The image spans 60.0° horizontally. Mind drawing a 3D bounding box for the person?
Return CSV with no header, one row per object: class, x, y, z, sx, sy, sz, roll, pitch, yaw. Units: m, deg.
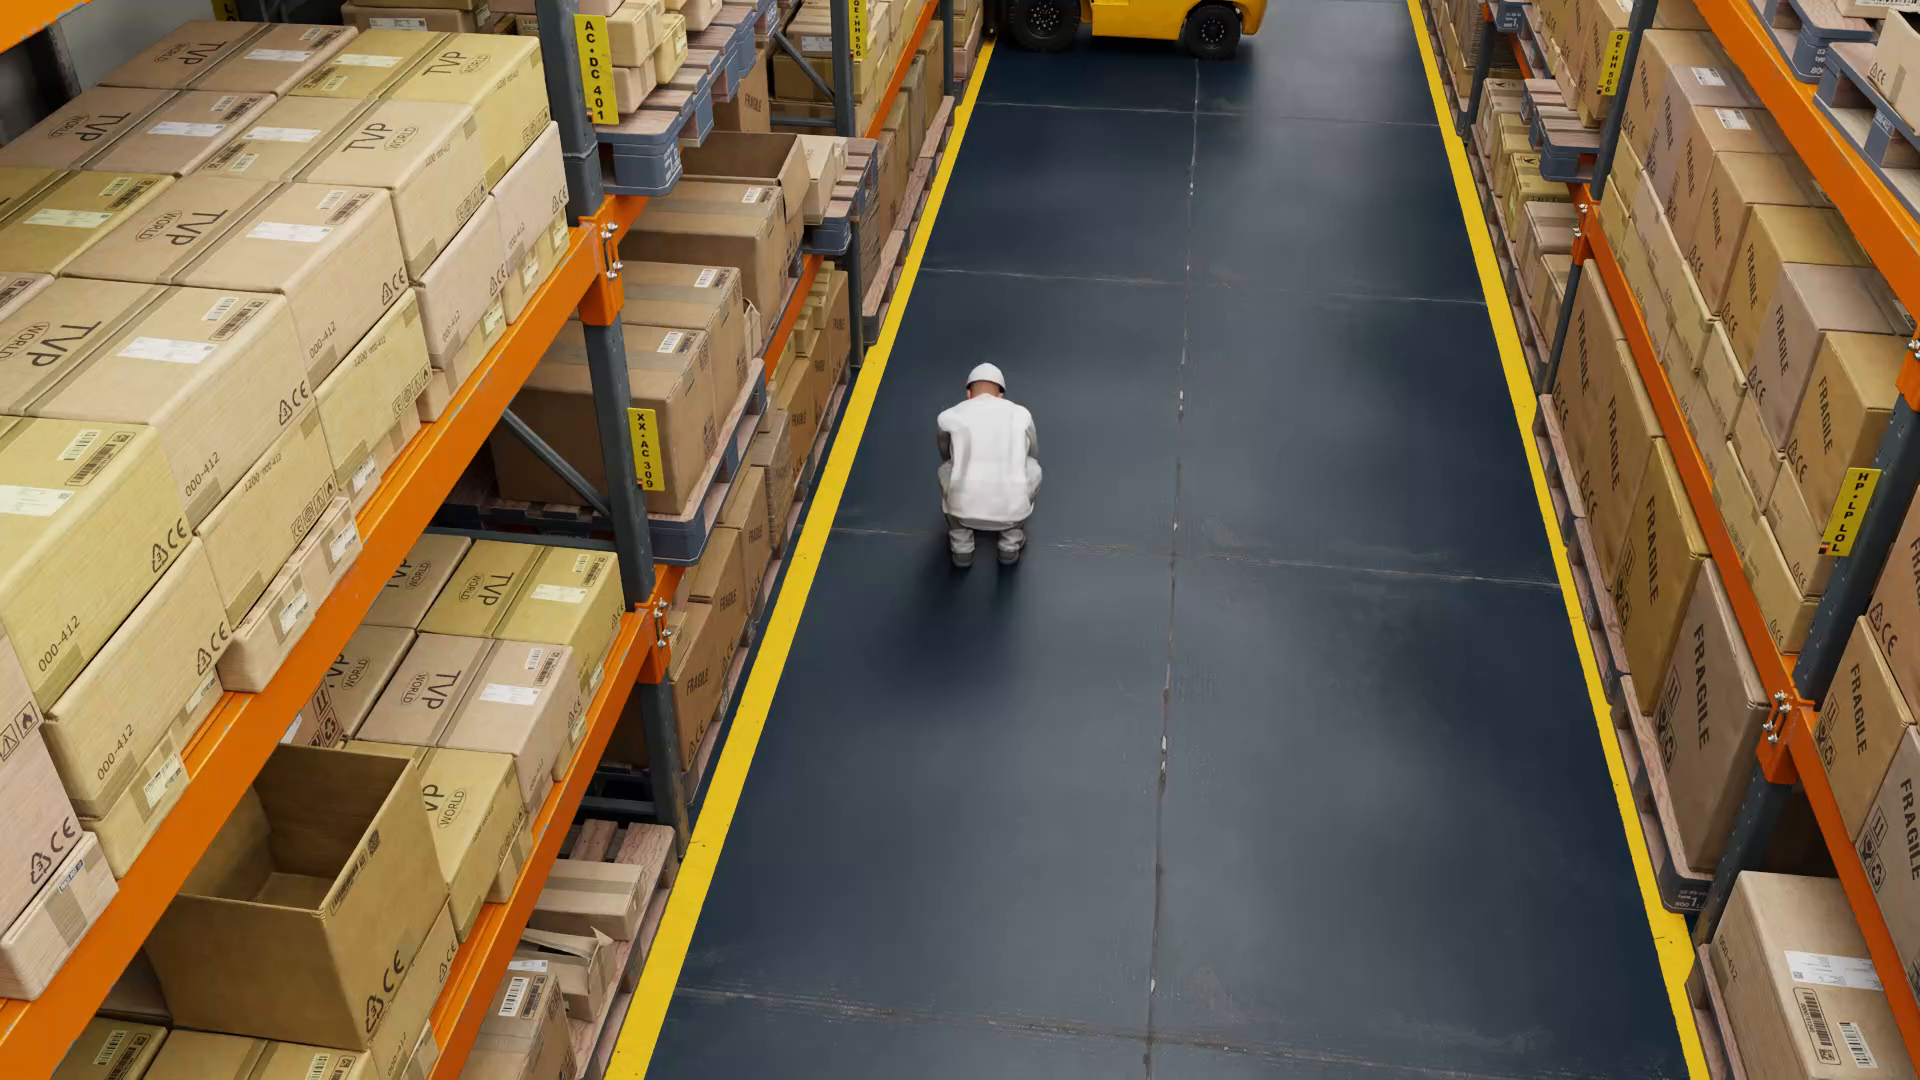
person,0.143,-0.320,8.361,0.545,0.876,0.908,4,36,5
